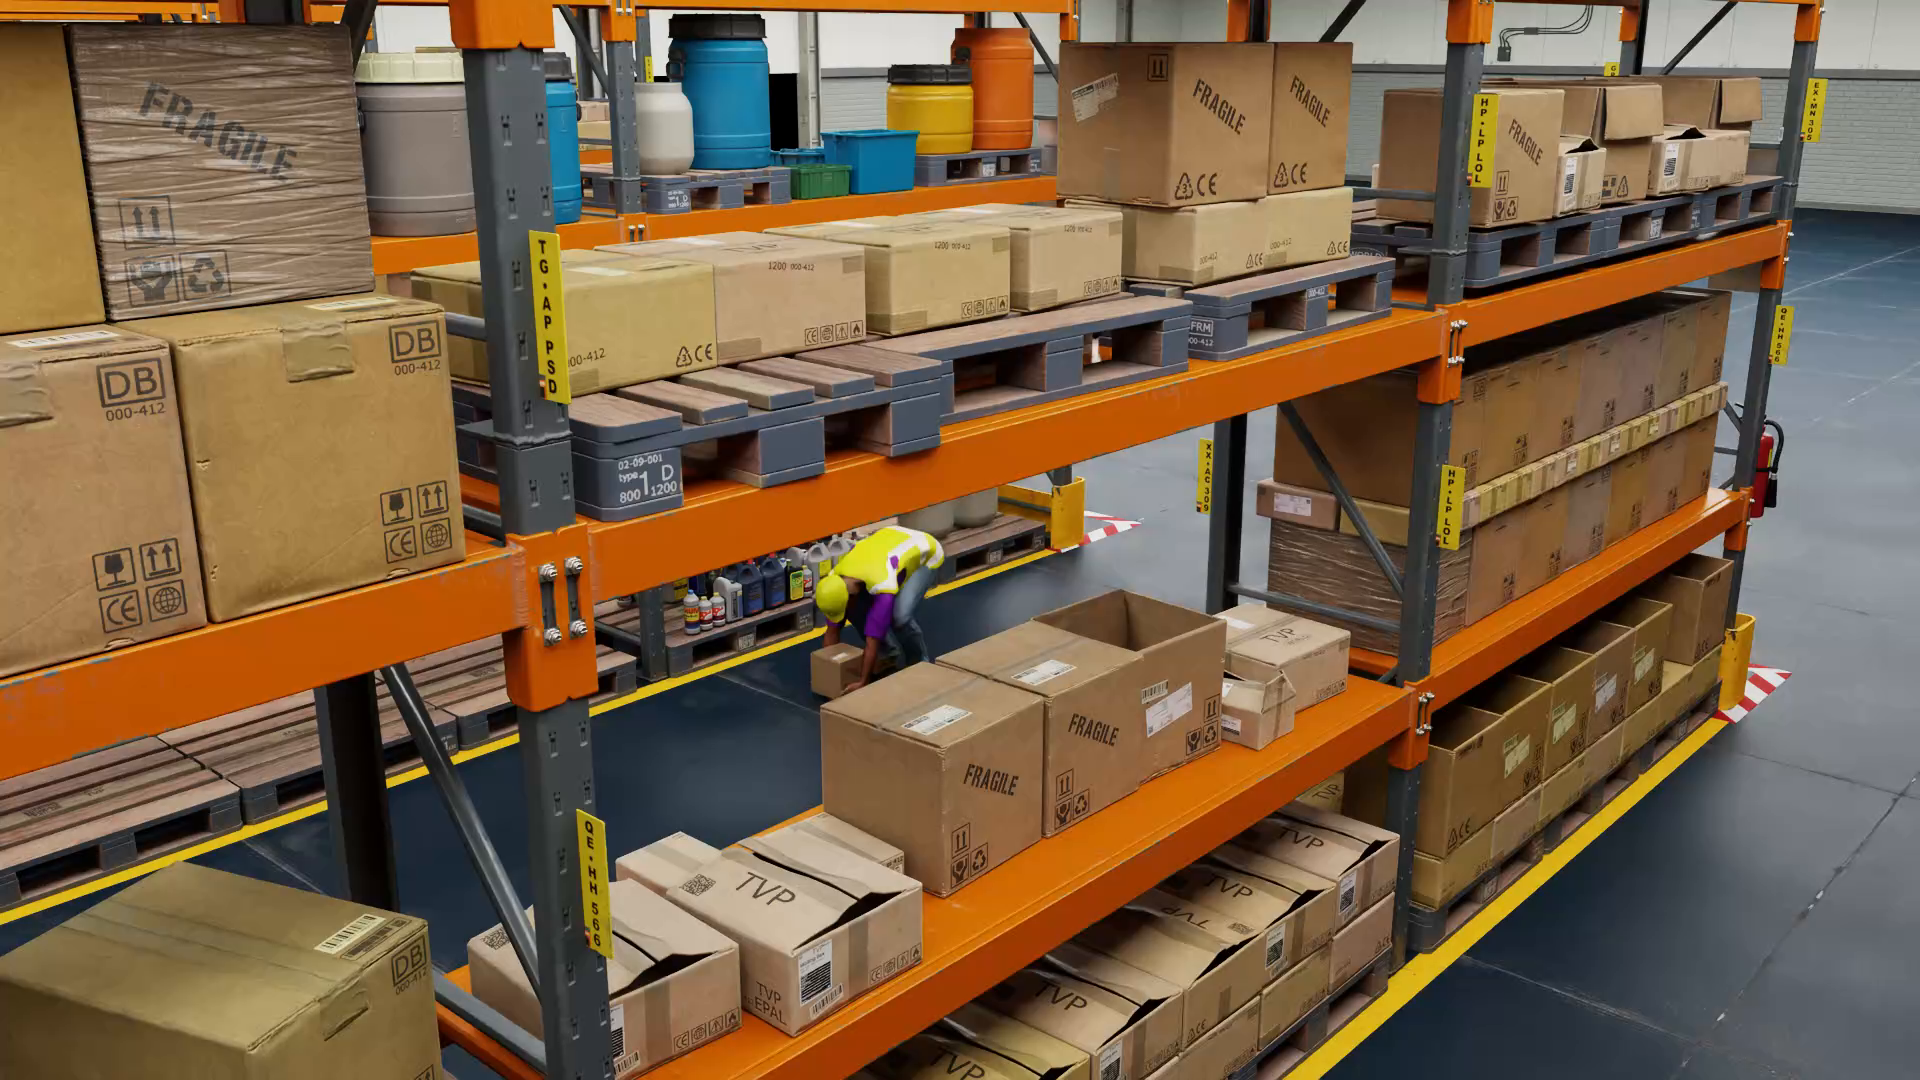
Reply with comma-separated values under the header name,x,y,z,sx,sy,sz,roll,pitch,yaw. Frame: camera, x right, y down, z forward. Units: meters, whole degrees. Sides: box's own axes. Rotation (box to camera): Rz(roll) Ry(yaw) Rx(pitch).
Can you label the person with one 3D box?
name,x,y,z,sx,sy,sz,roll,pitch,yaw
person,-0.501,0.422,10.055,0.501,0.925,0.975,13,21,37
